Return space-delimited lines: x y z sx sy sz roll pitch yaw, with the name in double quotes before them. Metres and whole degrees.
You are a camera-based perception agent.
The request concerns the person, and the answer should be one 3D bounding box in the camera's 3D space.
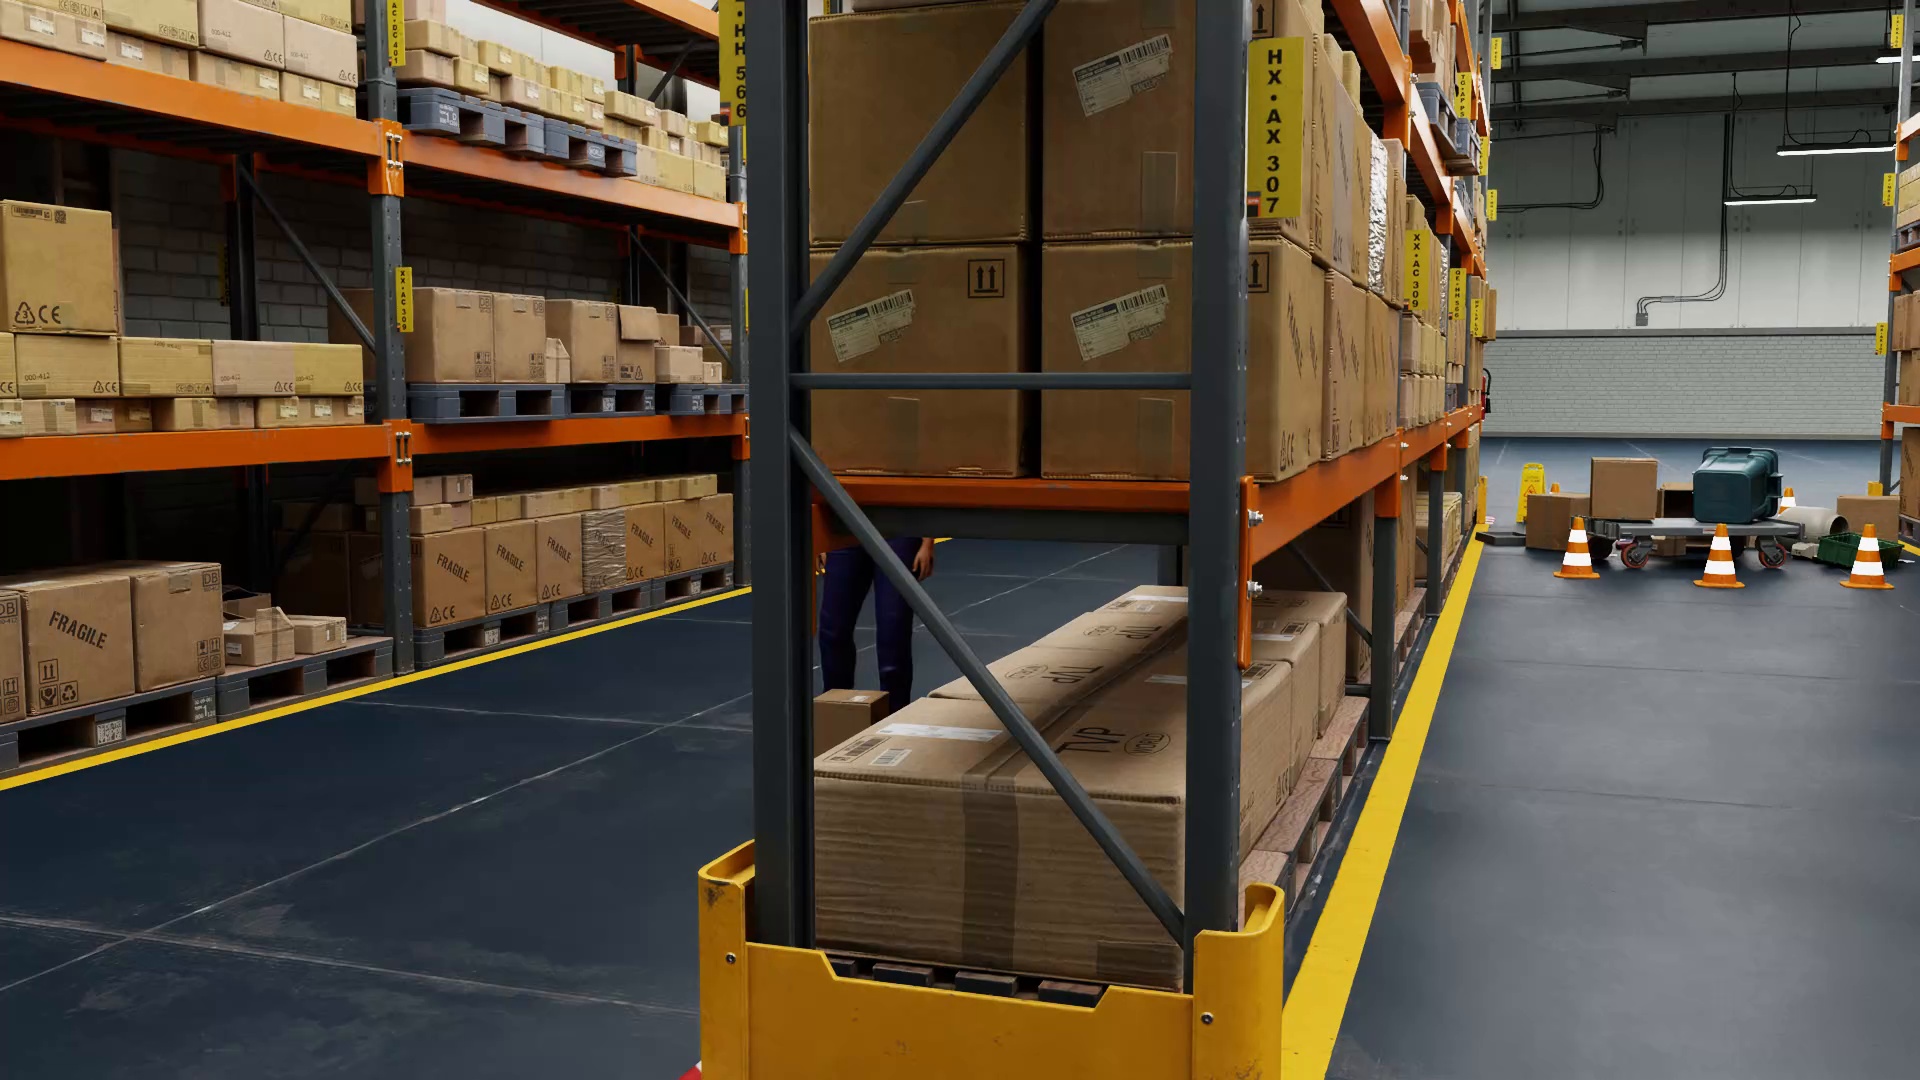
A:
"person" -0.376 0.039 6.871 0.563 1.651 0.425 1 6 15
